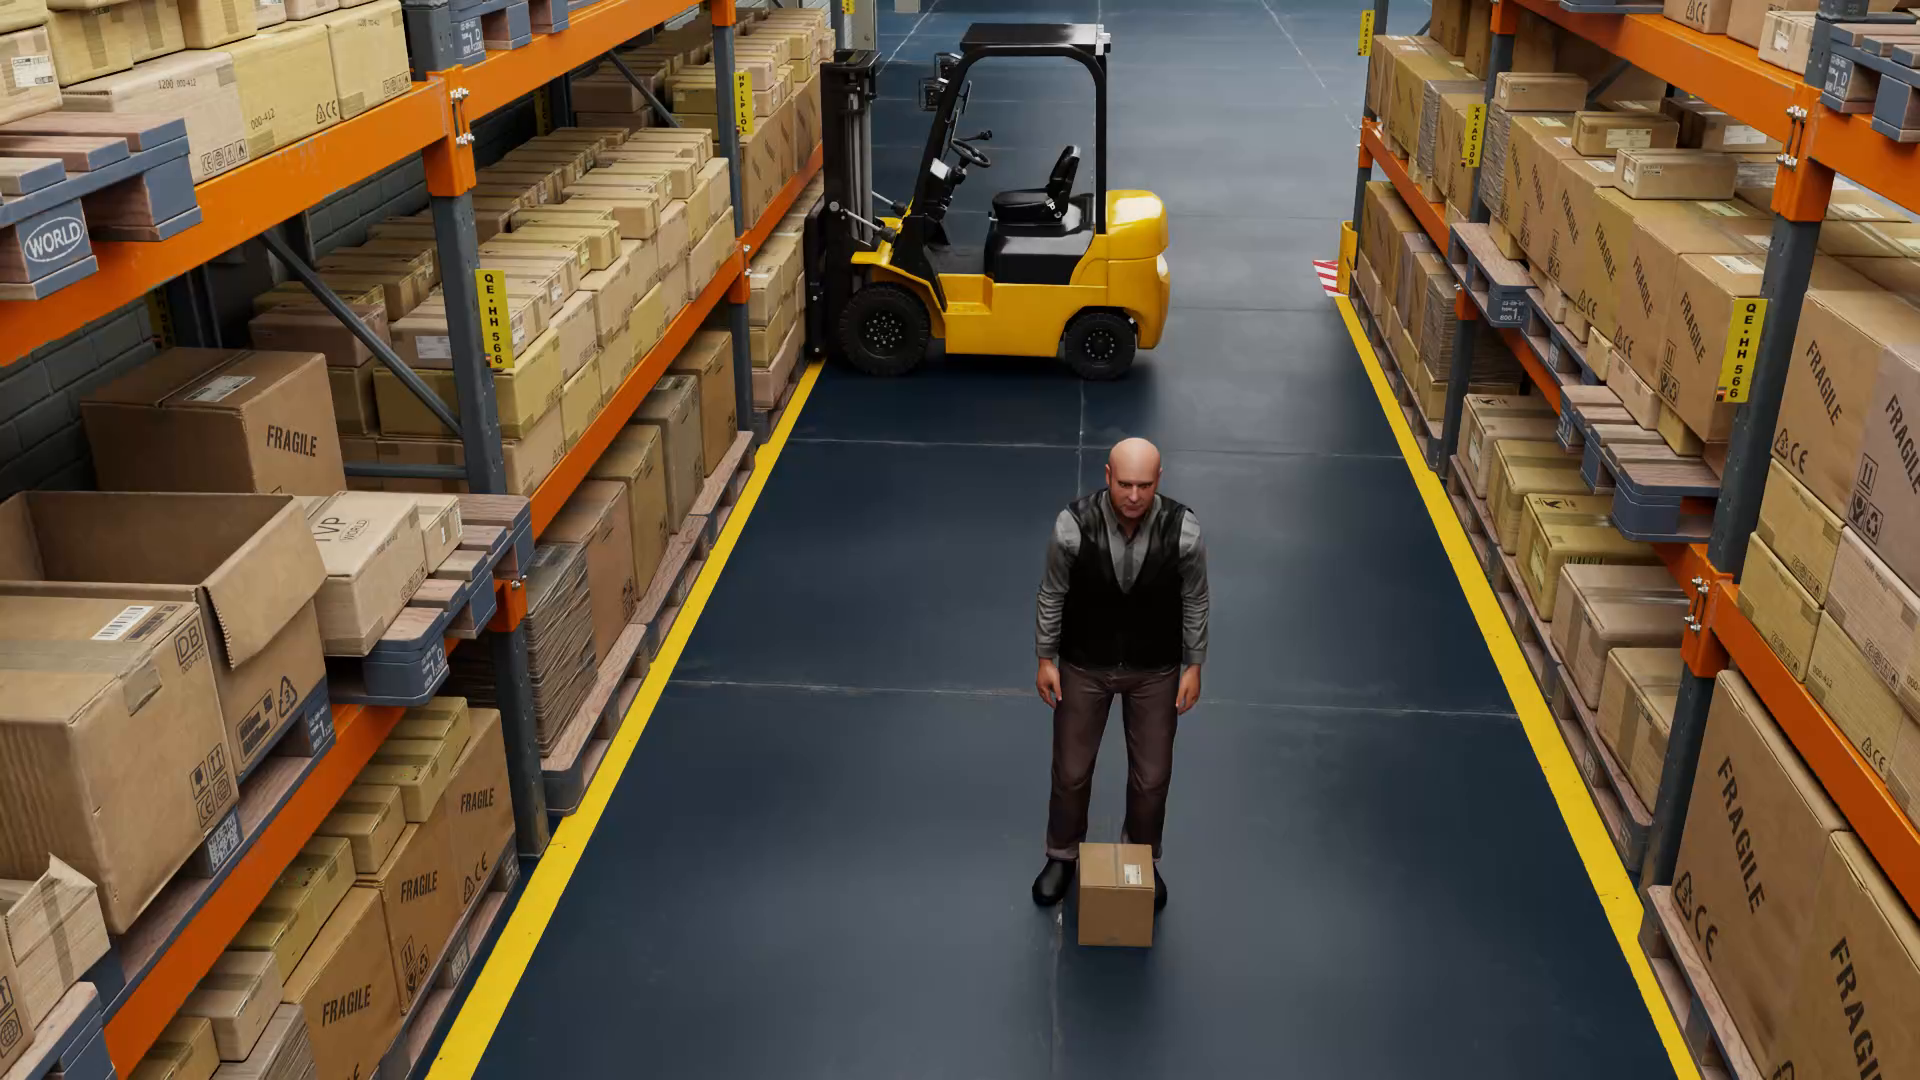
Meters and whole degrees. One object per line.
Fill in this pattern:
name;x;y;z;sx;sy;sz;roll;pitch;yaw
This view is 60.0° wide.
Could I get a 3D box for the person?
person;0.544;0.435;5.672;0.580;1.721;0.414;2;24;4
